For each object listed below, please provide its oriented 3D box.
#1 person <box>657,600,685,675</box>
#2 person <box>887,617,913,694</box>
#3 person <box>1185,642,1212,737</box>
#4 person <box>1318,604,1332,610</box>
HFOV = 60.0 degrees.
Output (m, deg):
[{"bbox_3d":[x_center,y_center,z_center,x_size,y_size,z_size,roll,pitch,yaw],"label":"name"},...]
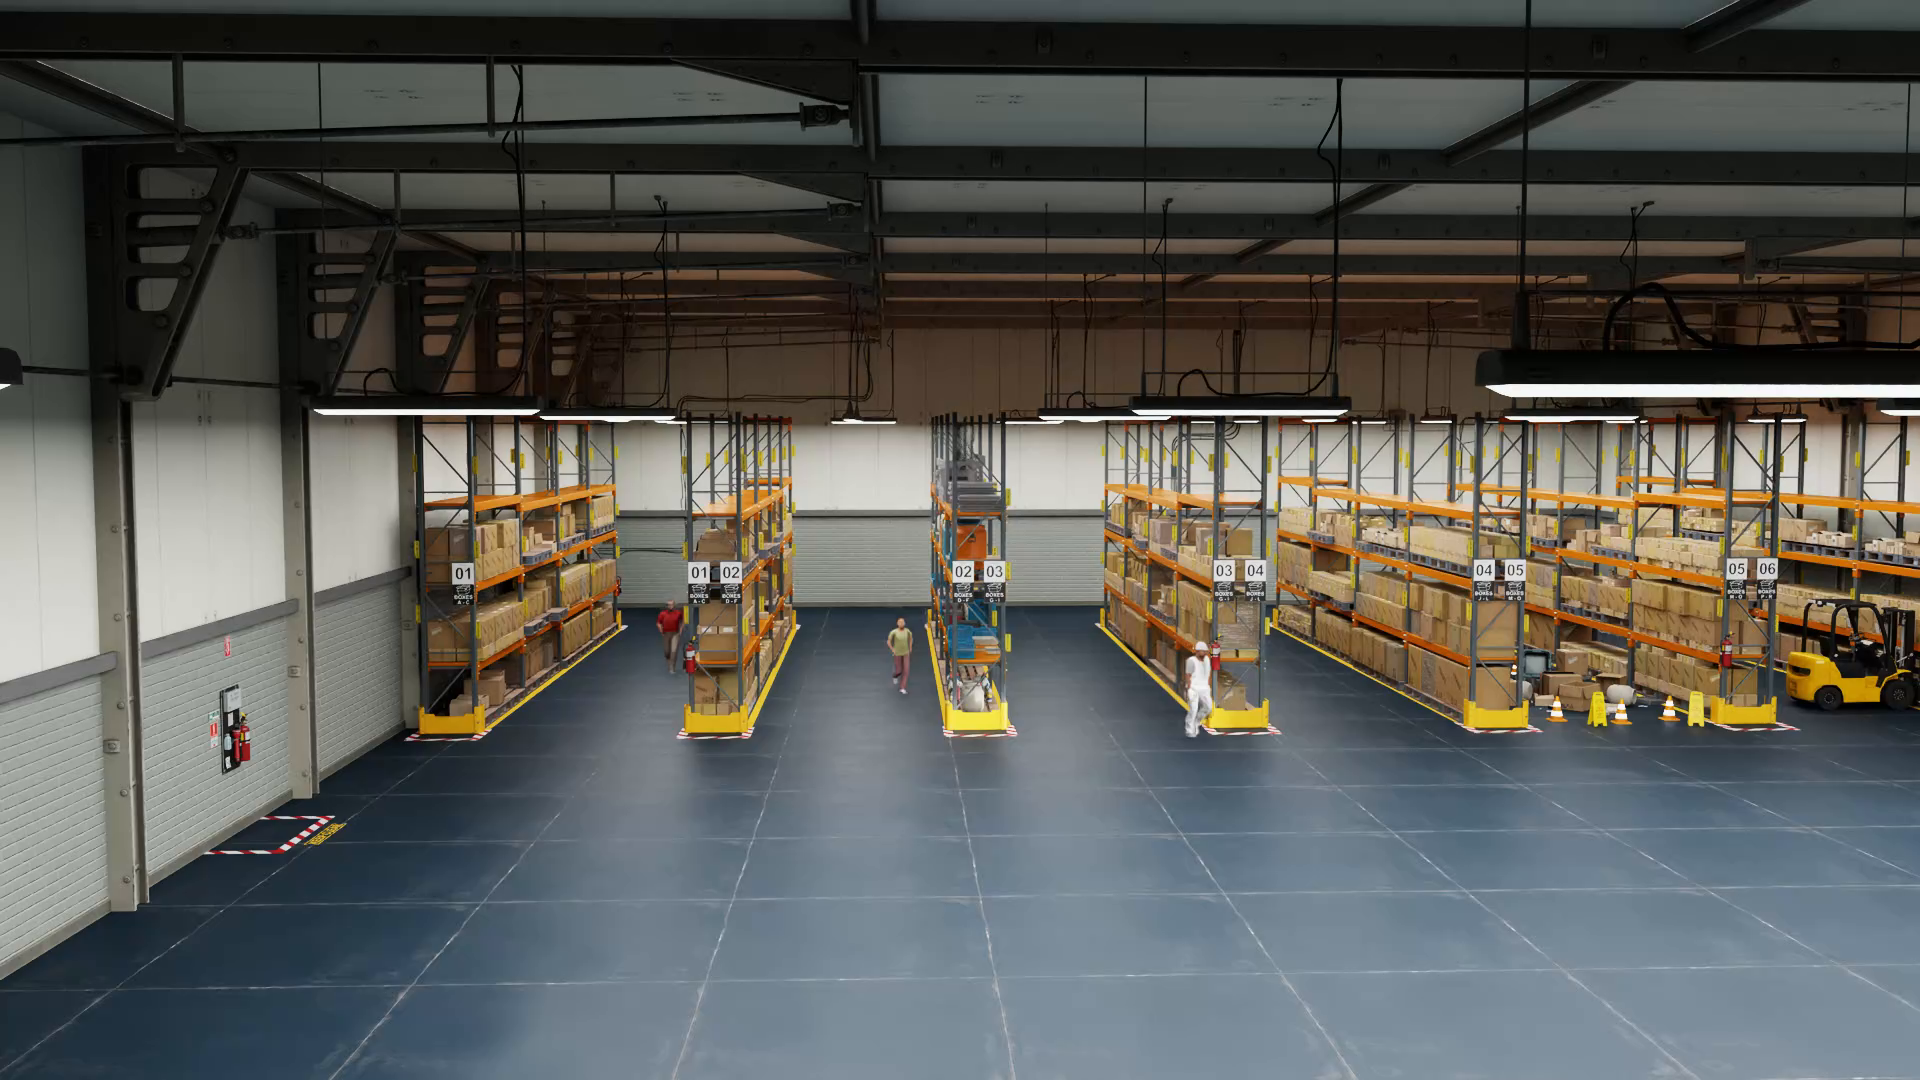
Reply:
[{"bbox_3d":[-6.728,2.260,38.774,0.672,1.732,0.815,0,4,-7],"label":"person"},{"bbox_3d":[-1.272,2.475,35.899,0.587,1.632,0.746,-1,4,-16],"label":"person"},{"bbox_3d":[4.373,2.756,30.681,0.636,1.780,0.512,-3,5,-35],"label":"person"},{"bbox_3d":[10.697,1.581,48.354,0.767,1.727,0.589,-4,5,-45],"label":"person"}]
